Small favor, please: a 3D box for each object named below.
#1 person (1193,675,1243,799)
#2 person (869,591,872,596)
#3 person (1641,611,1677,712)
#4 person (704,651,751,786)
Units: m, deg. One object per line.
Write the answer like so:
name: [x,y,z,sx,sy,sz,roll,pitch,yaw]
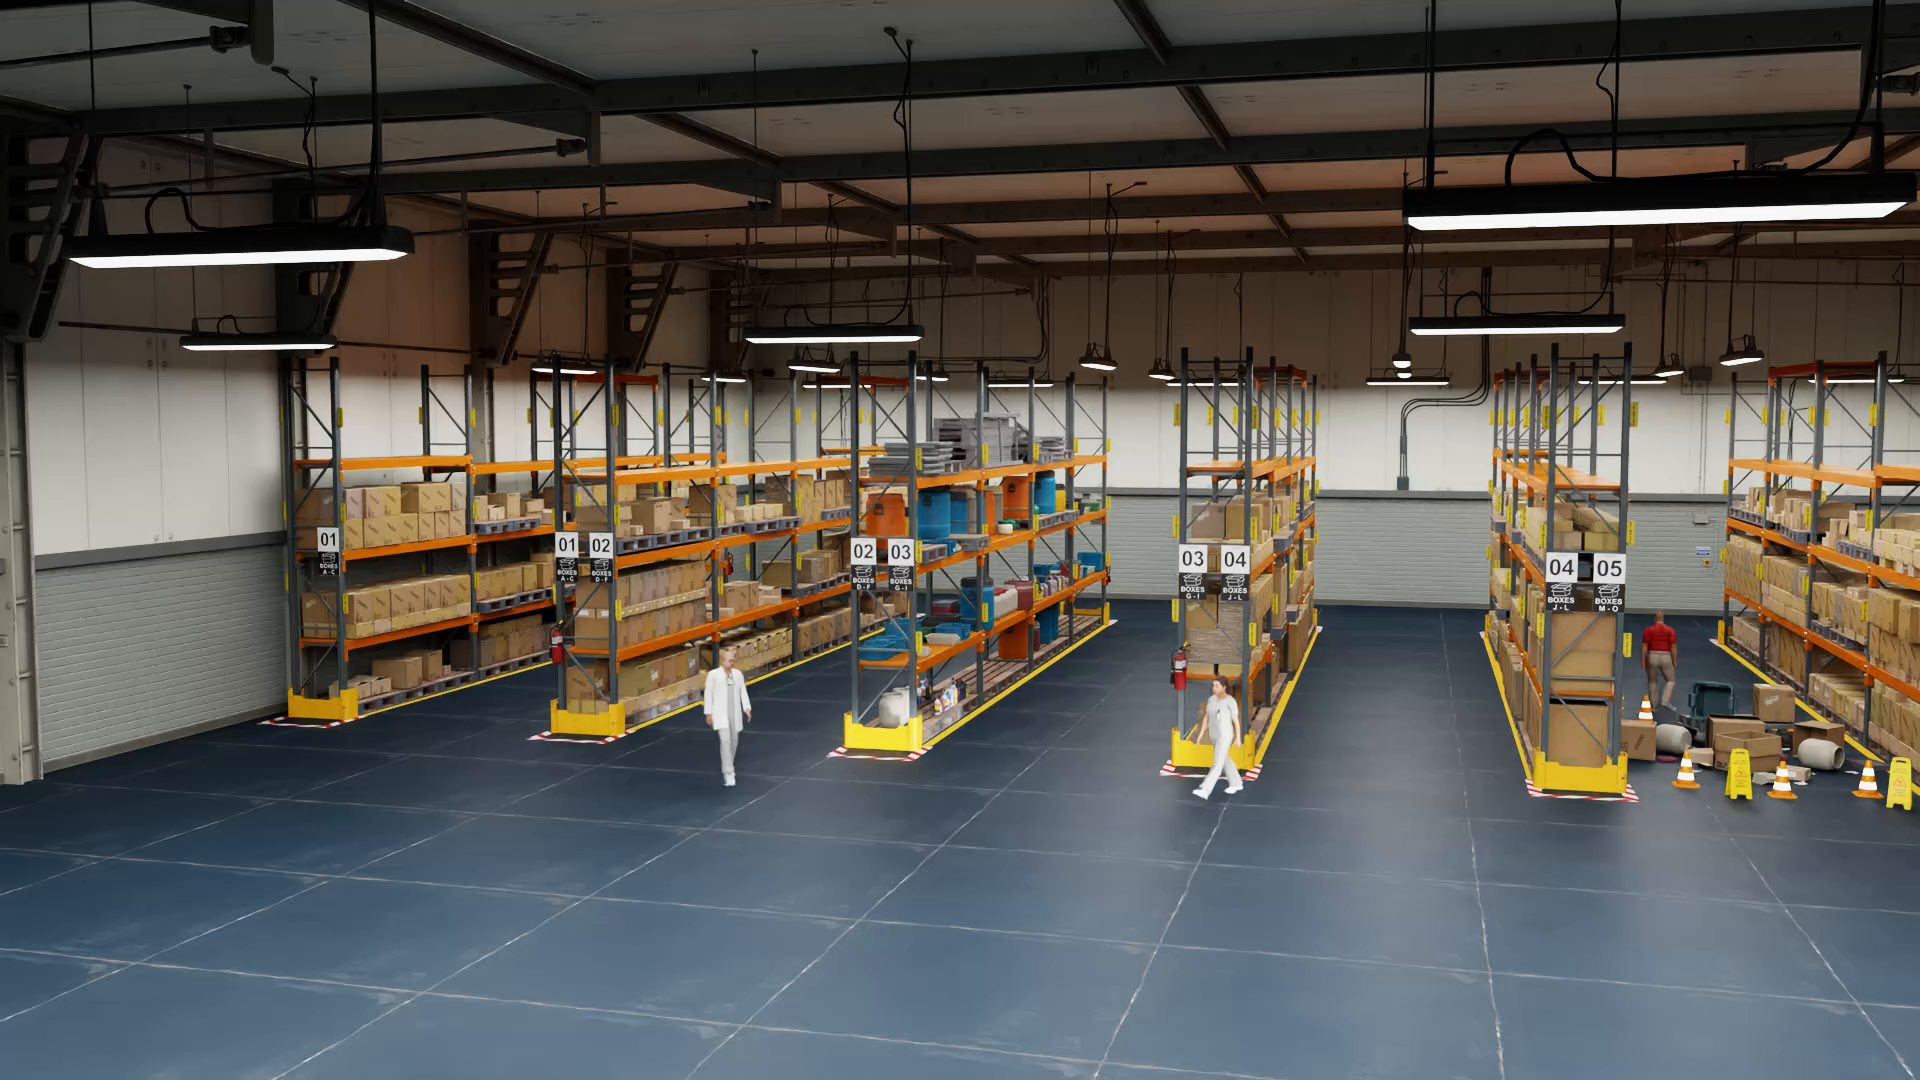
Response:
person: [3.359,2.576,21.812,1.089,1.608,0.467,-3,5,-34]
person: [-2.584,0.854,44.476,0.663,1.725,1.005,2,5,23]
person: [11.891,2.118,28.265,0.585,1.632,0.562,2,5,22]
person: [-3.166,2.436,23.003,0.603,1.780,0.810,-3,5,-35]
